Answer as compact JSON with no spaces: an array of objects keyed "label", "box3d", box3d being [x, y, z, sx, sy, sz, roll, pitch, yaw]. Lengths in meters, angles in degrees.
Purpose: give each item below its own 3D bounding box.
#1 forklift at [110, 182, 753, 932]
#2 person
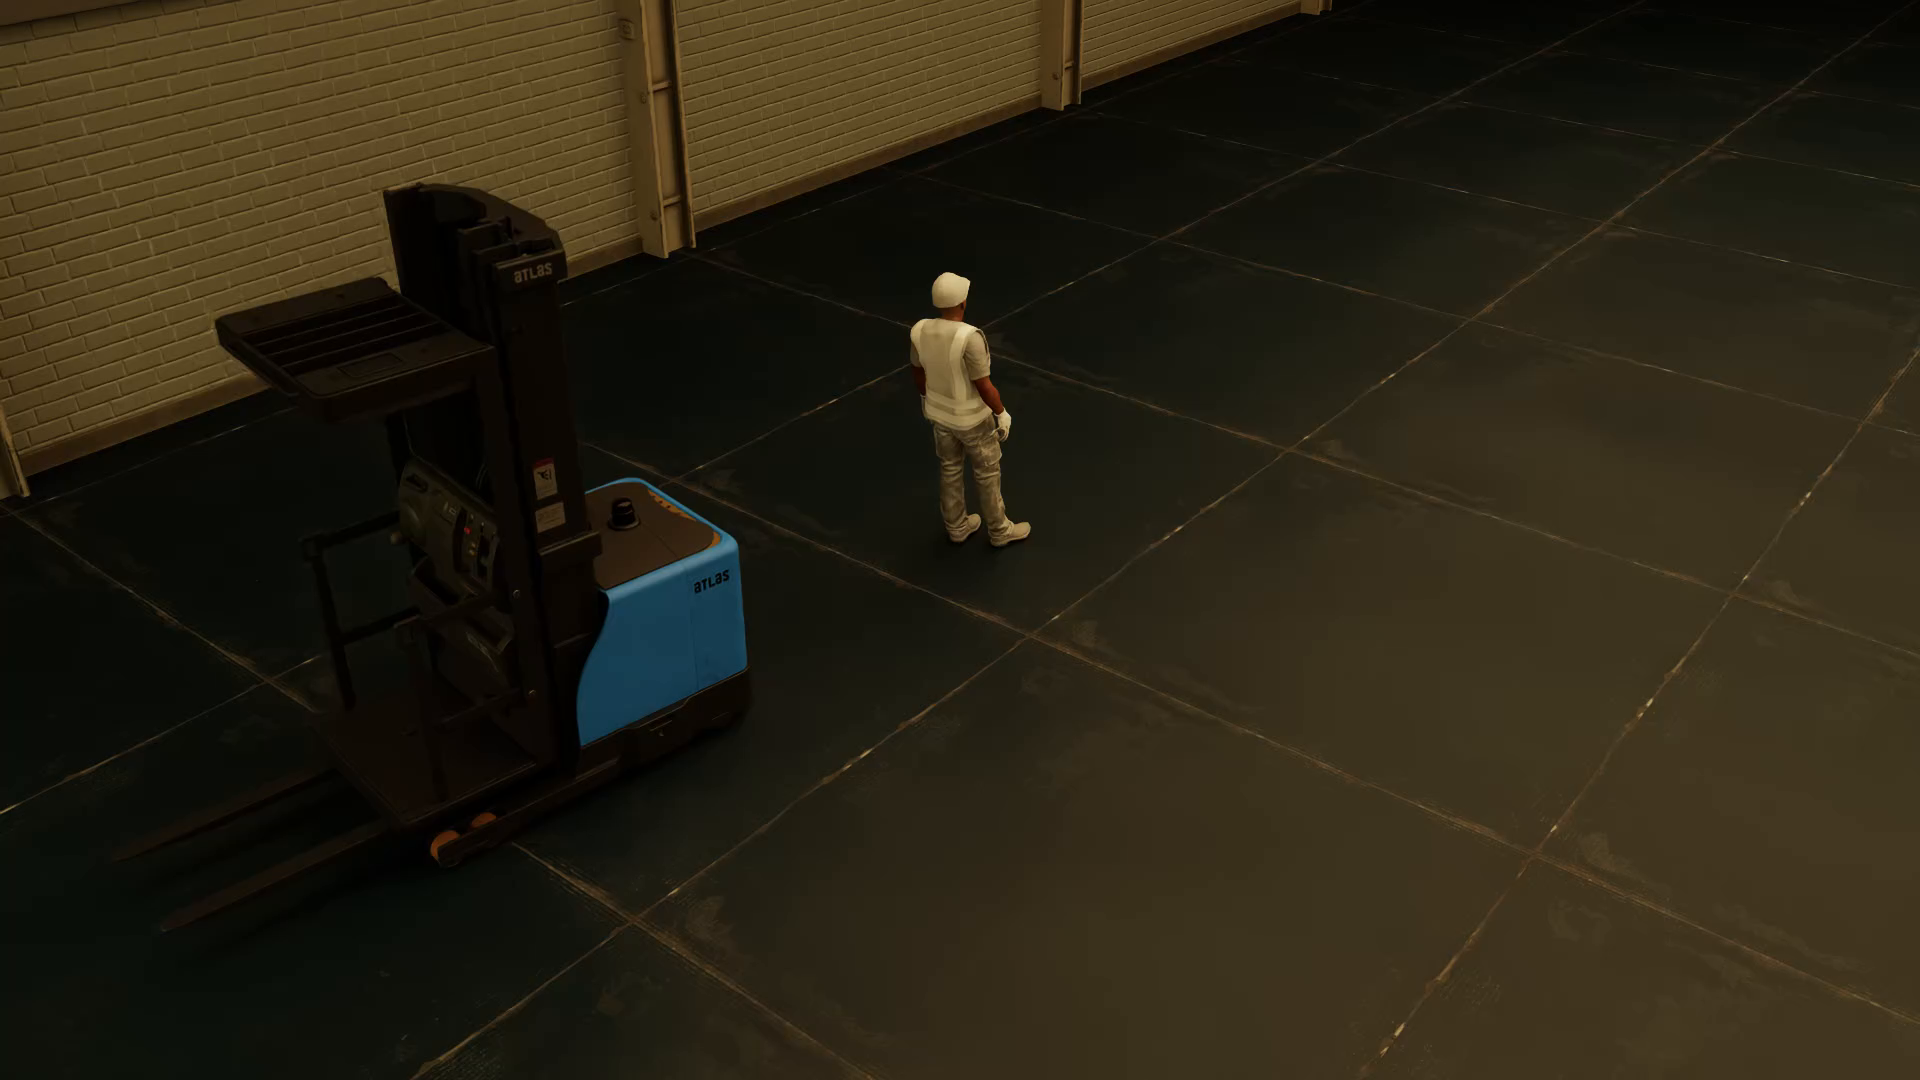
[{"label":"forklift","box3d":[-2.536,-0.021,7.631,3.031,2.935,1.130,-25,38,-35]},{"label":"person","box3d":[0.052,-0.802,10.090,0.656,1.782,0.577,22,37,33]}]
